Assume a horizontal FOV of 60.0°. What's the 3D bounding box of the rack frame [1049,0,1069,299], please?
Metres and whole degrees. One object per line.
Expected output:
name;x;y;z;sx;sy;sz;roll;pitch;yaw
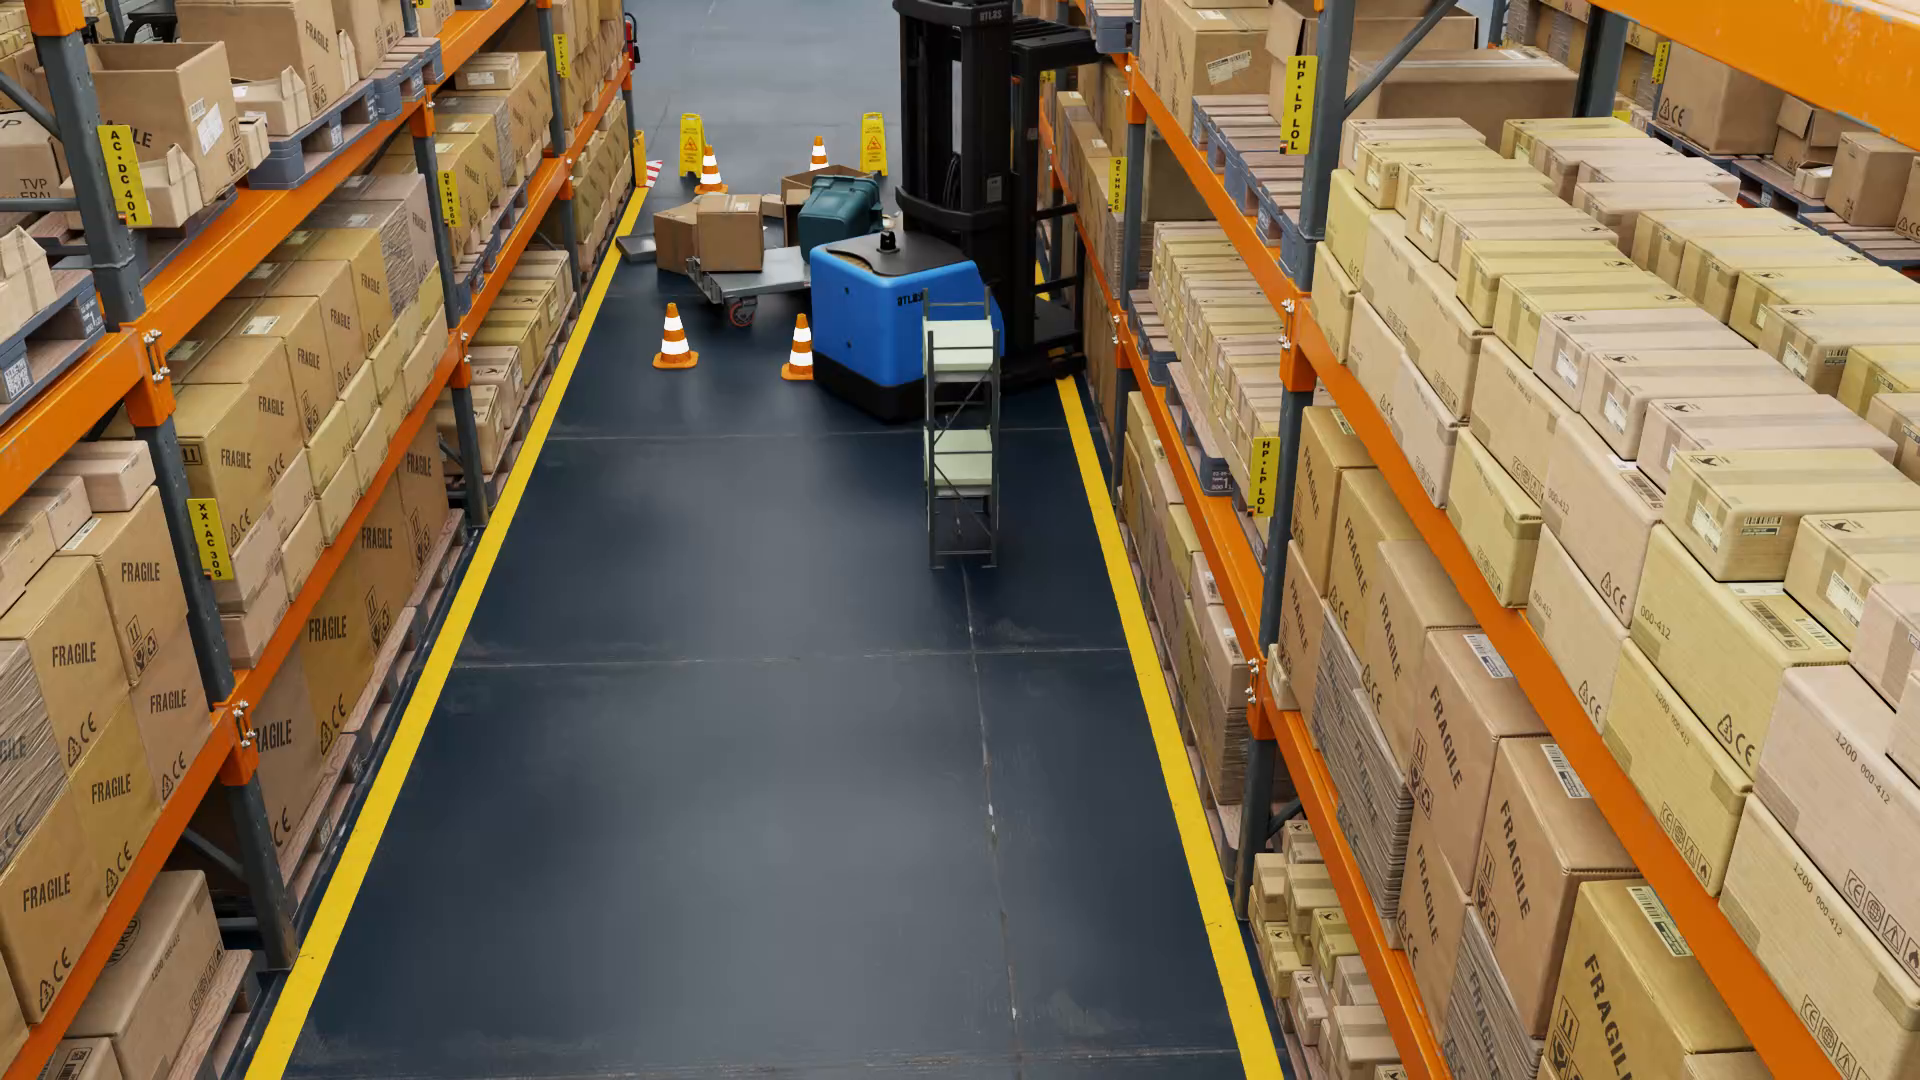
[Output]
rack frame;1.268;-3.428;13.580;1.000;3.000;0.127;-1;28;-3

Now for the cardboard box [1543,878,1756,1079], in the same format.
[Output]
cardboard box;1.596;1.055;3.473;0.500;0.500;0.500;-2;28;-4

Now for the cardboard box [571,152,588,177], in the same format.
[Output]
cardboard box;-3.378;-3.187;14.125;0.380;0.149;0.250;-1;28;-2

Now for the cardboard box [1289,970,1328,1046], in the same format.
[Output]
cardboard box;1.462;1.756;6.268;0.380;0.149;0.250;-2;28;-3

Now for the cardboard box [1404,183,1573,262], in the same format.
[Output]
cardboard box;1.477;-0.893;4.666;0.380;0.149;0.250;-2;28;-4

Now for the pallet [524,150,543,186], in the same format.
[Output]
pallet;-3.776;-2.821;12.622;1.003;0.211;1.213;-1;28;-3

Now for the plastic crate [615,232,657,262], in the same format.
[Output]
plastic crate;-2.933;-2.712;15.364;0.402;0.080;0.583;-11;30;-20

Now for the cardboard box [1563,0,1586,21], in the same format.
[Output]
cardboard box;5.853;-5.015;15.111;0.500;0.500;0.500;-1;28;-3

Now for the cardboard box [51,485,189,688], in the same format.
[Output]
cardboard box;-2.952;0.156;5.518;0.500;0.500;0.500;-2;28;-3

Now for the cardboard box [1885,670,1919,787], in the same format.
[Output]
cardboard box;1.583;0.305;2.368;0.380;0.149;0.250;-2;28;-3

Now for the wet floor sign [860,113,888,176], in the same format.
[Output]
wet floor sign;-0.920;-4.197;17.600;0.267;0.644;0.232;-6;28;-11

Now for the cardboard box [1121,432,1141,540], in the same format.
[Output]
cardboard box;1.259;-0.326;9.881;0.500;0.500;0.500;-3;28;-5

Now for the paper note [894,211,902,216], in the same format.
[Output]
paper note;-0.557;-3.212;16.378;0.144;0.017;0.142;8;29;15

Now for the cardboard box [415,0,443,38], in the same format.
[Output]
cardboard box;-3.501;-3.227;9.842;0.700;0.500;0.500;-1;28;-3

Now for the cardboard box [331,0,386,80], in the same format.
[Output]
cardboard box;-3.220;-2.523;8.037;0.700;0.500;0.500;-3;28;-5

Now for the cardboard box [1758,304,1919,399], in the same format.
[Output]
cardboard box;2.053;-0.422;3.761;0.380;0.149;0.250;0;28;-1

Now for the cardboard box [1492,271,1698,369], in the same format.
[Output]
cardboard box;1.506;-0.527;3.963;0.380;0.149;0.250;-2;28;-4

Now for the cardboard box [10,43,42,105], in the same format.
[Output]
cardboard box;-8.466;-4.103;14.765;0.500;0.500;0.500;-1;28;-2

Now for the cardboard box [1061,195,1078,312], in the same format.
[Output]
cardboard box;1.390;-2.333;13.457;1.050;0.750;0.750;-2;28;-3

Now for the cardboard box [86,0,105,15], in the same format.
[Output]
cardboard box;-8.538;-5.166;16.102;0.380;0.149;0.250;-1;28;-2

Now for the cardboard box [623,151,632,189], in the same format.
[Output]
cardboard box;-3.567;-3.699;16.617;0.500;0.250;0.500;-2;28;-3

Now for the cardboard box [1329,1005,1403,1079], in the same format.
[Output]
cardboard box;1.482;1.728;5.679;0.380;0.149;0.250;-1;28;-2

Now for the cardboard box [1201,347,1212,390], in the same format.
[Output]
cardboard box;1.388;-0.840;8.114;0.380;0.149;0.250;0;28;-1

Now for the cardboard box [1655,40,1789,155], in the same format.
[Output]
cardboard box;6.128;-3.583;12.774;1.000;1.000;1.000;-1;28;-2

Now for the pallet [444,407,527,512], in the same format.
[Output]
pallet;-3.501;-0.539;11.056;1.003;0.211;1.213;-1;28;-3

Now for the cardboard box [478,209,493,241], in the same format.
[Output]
cardboard box;-3.236;-2.031;10.717;0.380;0.149;0.250;-1;28;-2

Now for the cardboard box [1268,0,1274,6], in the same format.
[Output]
cardboard box;1.799;-2.467;8.385;0.500;0.500;0.500;-1;28;-3

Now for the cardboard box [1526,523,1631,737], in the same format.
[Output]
cardboard box;1.560;0.181;3.577;0.500;0.250;0.500;0;28;0

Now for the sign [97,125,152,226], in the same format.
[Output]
sign;-2.698;-1.176;5.373;0.100;0.325;0.005;-1;28;-3

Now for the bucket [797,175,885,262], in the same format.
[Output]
bucket;-1.042;-2.658;13.999;0.726;0.611;0.620;8;39;15

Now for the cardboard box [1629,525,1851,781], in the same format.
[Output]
cardboard box;1.588;0.186;3.028;0.500;0.250;0.500;-2;28;-4

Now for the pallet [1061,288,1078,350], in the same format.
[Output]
pallet;1.383;-1.837;13.545;1.003;0.211;1.213;-1;28;-3

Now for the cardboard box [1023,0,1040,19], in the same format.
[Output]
cardboard box;1.054;-5.135;15.522;0.875;0.550;0.550;-1;28;-3

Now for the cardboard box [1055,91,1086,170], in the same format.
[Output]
cardboard box;1.026;-3.223;13.078;0.500;0.500;0.500;-1;28;-2

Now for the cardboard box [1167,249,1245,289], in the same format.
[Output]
cardboard box;1.332;-1.464;8.988;0.380;0.149;0.250;-2;28;-3

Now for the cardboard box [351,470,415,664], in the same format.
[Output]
cardboard box;-3.466;0.074;8.708;0.875;0.875;0.875;-1;28;-2

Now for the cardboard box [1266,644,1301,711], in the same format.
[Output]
cardboard box;1.373;0.516;6.288;0.380;0.149;0.250;0;28;-1

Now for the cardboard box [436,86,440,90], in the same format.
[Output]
cardboard box;-3.839;-3.187;11.532;0.380;0.149;0.250;0;28;0

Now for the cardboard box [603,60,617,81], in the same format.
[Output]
cardboard box;-3.486;-4.479;15.866;0.380;0.149;0.250;-1;28;-2

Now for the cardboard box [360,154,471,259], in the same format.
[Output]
cardboard box;-3.254;-1.991;9.939;0.500;0.500;0.500;-2;28;-4

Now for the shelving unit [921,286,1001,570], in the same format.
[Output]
shelving unit;0.000;-0.668;9.909;0.431;1.500;0.755;-1;28;-3

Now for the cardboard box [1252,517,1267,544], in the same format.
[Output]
cardboard box;1.453;-0.107;7.030;0.380;0.149;0.250;-1;28;-2

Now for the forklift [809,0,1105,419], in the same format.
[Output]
forklift;0.387;-2.685;12.229;3.031;2.935;1.130;-19;33;-32

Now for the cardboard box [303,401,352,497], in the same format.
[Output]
cardboard box;-3.049;-0.407;7.407;0.500;0.250;0.500;-1;28;-2

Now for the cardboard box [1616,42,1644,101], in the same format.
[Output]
cardboard box;6.273;-4.119;14.473;0.875;0.500;0.500;-1;28;-3

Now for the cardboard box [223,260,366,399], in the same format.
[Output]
cardboard box;-3.100;-0.970;7.677;0.500;0.500;0.500;-2;28;-3

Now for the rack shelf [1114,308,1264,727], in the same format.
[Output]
rack shelf;1.581;-0.338;8.433;1.077;0.370;4.000;-1;28;-3

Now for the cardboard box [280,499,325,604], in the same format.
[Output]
cardboard box;-3.040;0.050;7.072;0.500;0.250;0.500;-2;28;-4

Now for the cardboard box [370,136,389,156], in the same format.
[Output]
cardboard box;-3.801;-2.219;10.377;0.500;0.500;0.500;-2;28;-3

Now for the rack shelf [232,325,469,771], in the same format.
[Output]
rack shelf;-3.357;-0.172;8.115;1.077;0.370;4.000;-1;28;-3

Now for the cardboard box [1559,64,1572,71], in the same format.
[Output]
cardboard box;5.776;-4.405;15.724;0.380;0.149;0.250;-1;28;-3

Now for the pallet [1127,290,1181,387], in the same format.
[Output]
pallet;1.620;-1.169;9.456;1.213;0.211;1.003;-1;28;-3

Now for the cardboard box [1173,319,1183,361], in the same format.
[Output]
cardboard box;1.342;-1.071;8.878;0.380;0.149;0.250;0;28;0

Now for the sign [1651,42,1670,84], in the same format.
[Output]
sign;5.685;-3.869;13.488;0.100;0.325;0.005;-1;28;-3

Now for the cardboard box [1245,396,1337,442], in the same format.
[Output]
cardboard box;1.443;-0.497;7.133;0.380;0.149;0.250;-2;28;-4

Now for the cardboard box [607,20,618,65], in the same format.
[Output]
cardboard box;-3.554;-4.810;15.799;0.500;0.500;0.500;-1;28;-3

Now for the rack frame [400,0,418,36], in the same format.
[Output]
rack frame;-3.461;-4.075;8.332;1.000;3.000;0.127;-1;28;-3
